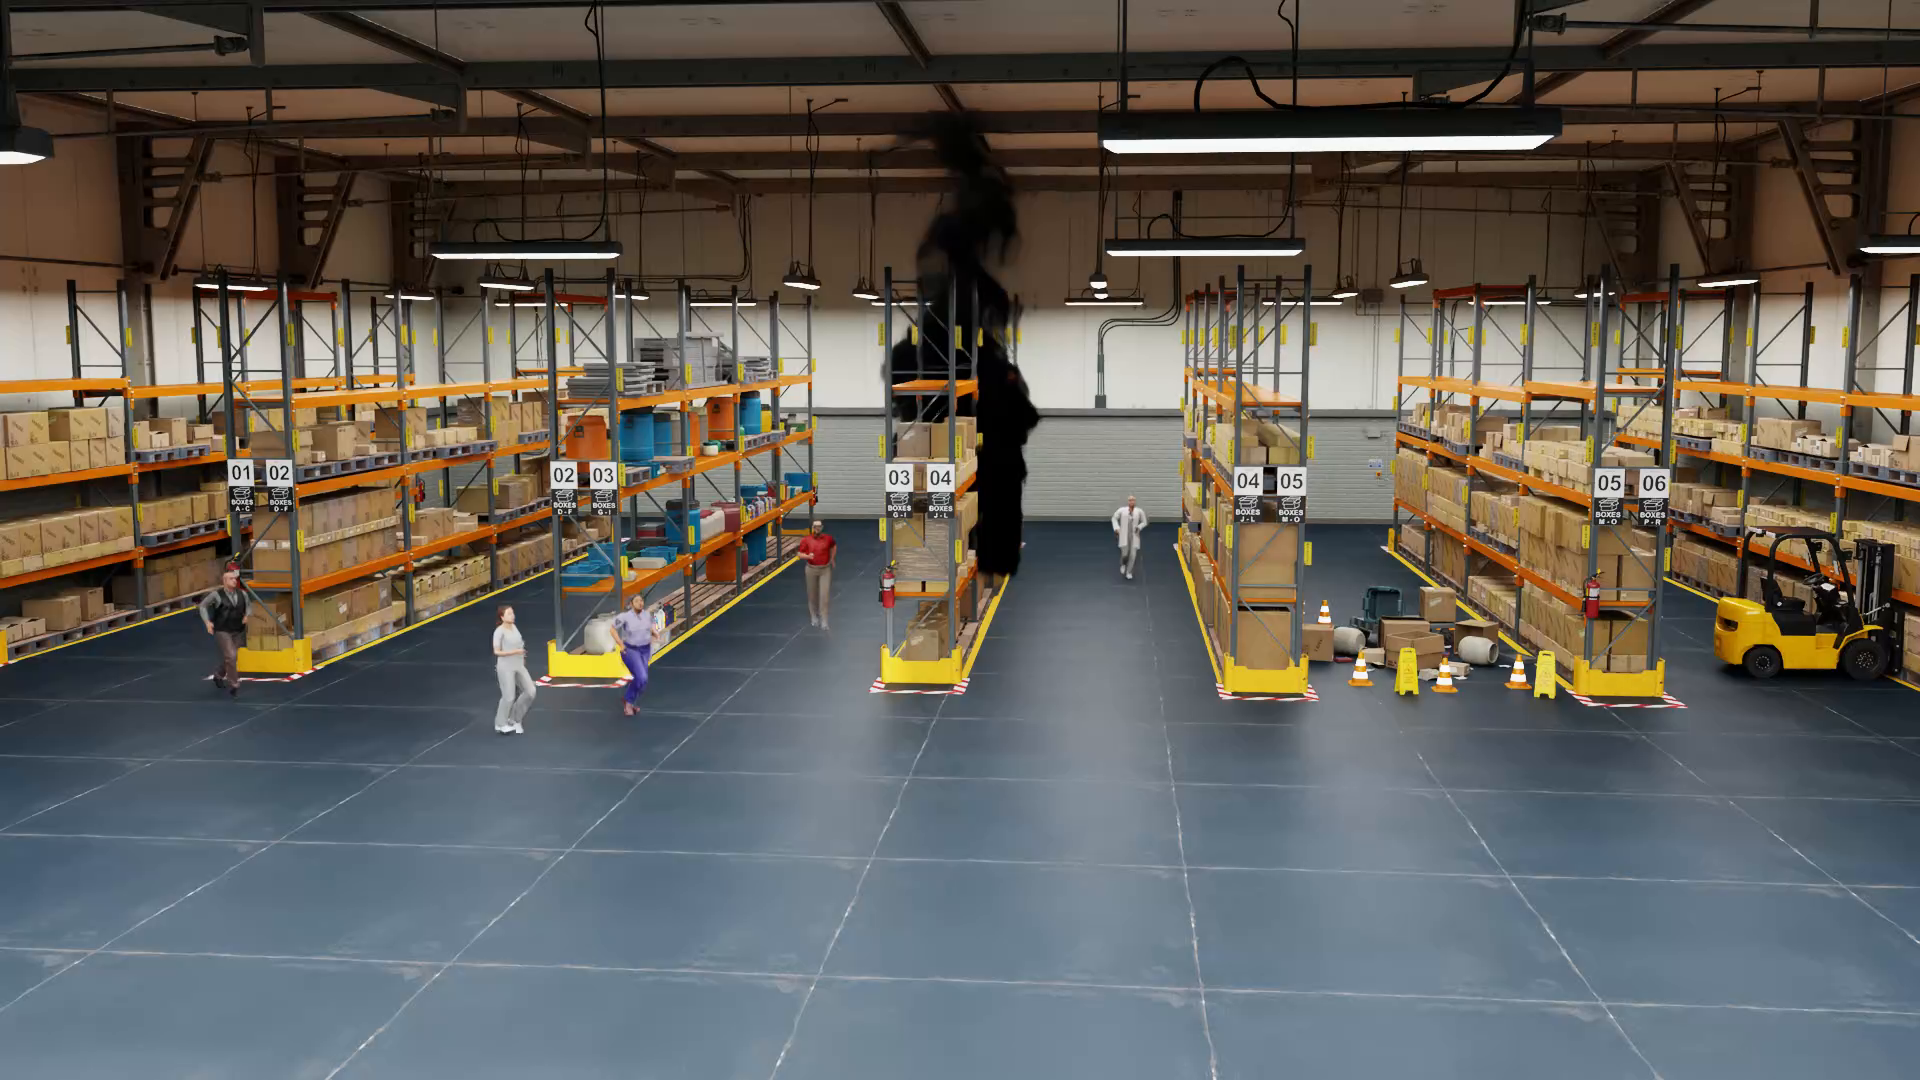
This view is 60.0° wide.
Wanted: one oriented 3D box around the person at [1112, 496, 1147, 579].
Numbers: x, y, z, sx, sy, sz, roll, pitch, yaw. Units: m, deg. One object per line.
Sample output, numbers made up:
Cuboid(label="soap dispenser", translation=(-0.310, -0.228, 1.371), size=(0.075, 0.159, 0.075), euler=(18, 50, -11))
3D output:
Cuboid(label="person", translation=(3.537, -0.060, 34.614), size=(0.727, 1.731, 0.661), euler=(0, 7, -1))

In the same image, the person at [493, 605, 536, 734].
Cuboid(label="person", translation=(-5.632, 1.642, 20.965), size=(0.628, 1.667, 0.547), euler=(4, 8, 30))

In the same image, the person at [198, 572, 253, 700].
Cuboid(label="person", translation=(-10.260, 1.321, 23.375), size=(0.877, 1.757, 0.663), euler=(5, 8, 33))

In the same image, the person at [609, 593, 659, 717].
Cuboid(label="person", translation=(-4.269, 1.525, 22.115), size=(0.636, 1.644, 0.580), euler=(6, 9, 40))

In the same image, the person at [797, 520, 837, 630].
Cuboid(label="person", translation=(-2.317, 0.560, 27.111), size=(0.659, 1.781, 0.898), euler=(-1, 7, -8))
